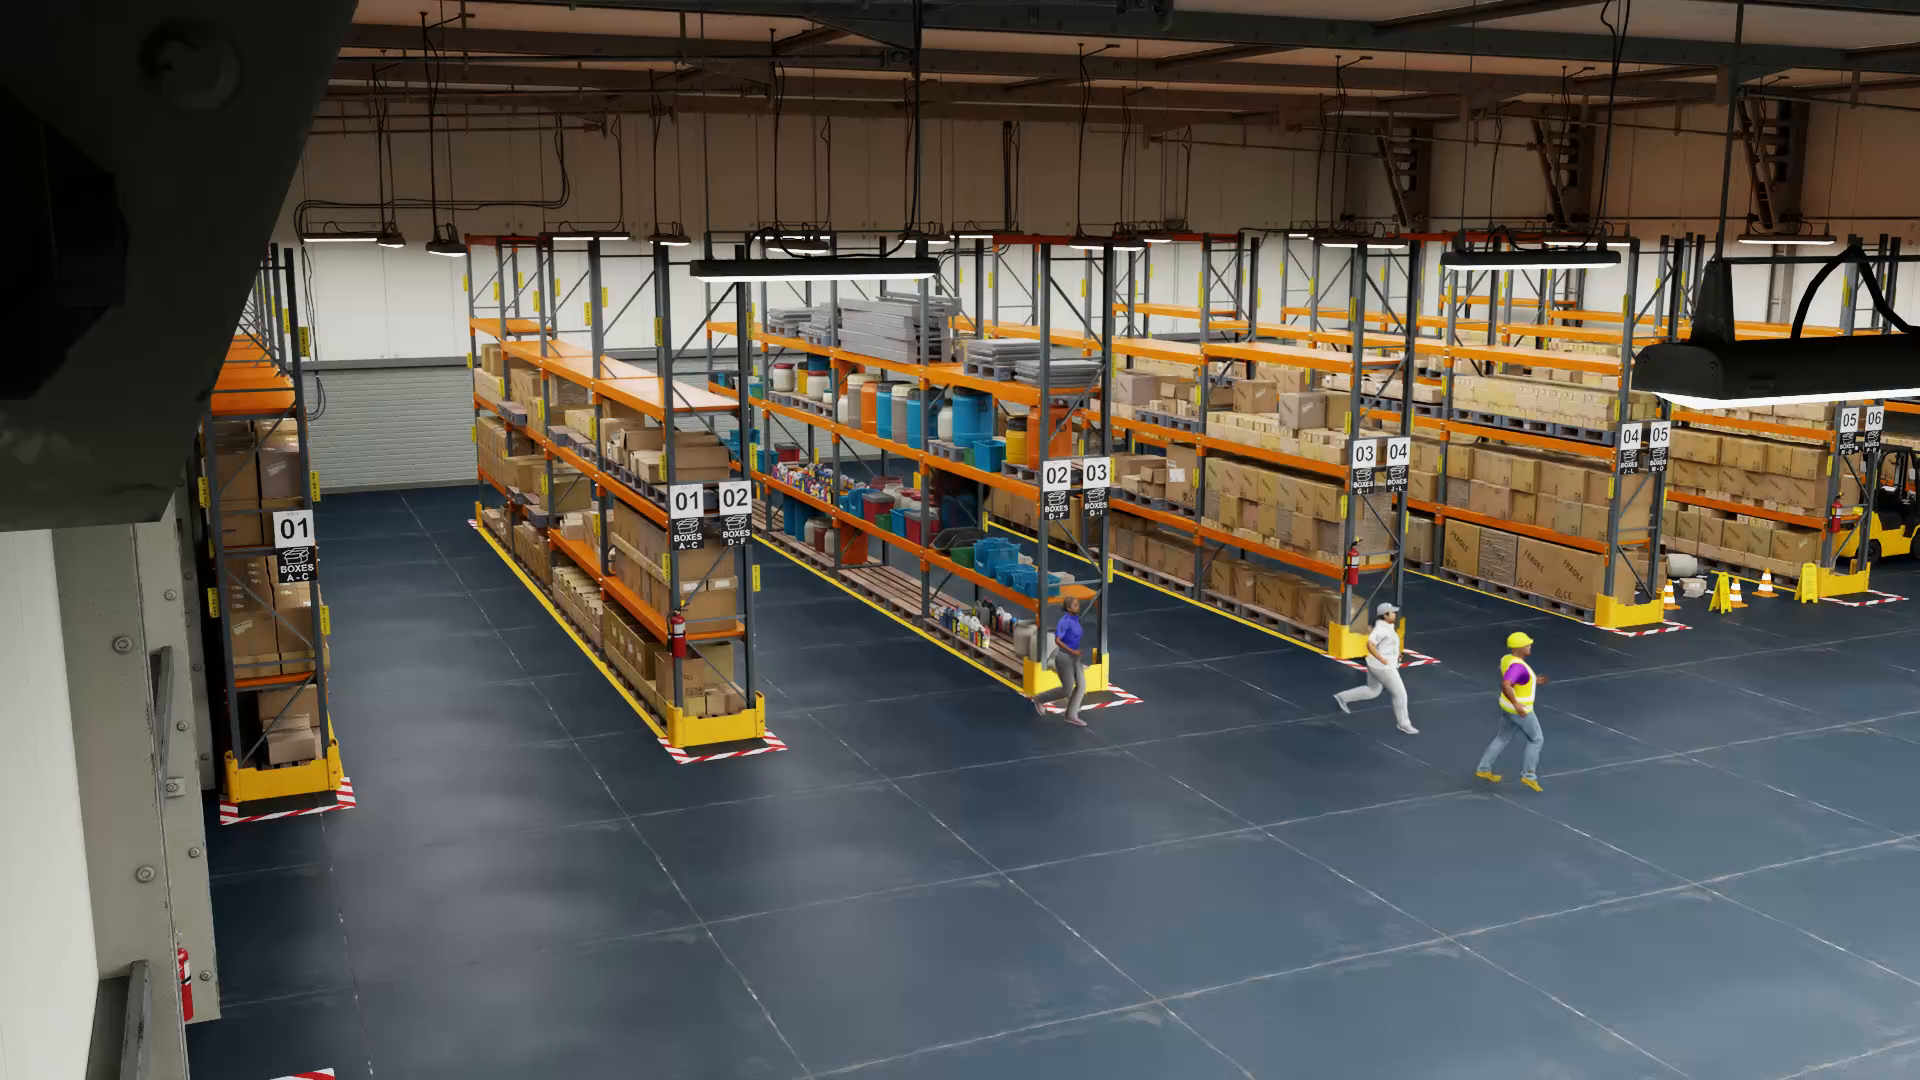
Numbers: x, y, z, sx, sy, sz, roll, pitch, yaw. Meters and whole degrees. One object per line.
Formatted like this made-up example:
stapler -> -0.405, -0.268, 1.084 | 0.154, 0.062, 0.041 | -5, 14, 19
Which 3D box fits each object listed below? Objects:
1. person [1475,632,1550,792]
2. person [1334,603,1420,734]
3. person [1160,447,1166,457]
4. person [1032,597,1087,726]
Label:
person -> 6.203, 1.926, 18.567 | 0.777, 1.829, 0.672 | -1, 11, -5
person -> 5.227, 1.590, 20.737 | 1.059, 1.669, 0.579 | 1, 11, 4
person -> 5.390, -2.641, 42.589 | 0.655, 1.630, 0.608 | -4, 12, -21
person -> 1.320, 1.517, 21.112 | 0.712, 1.626, 0.599 | 5, 12, 23
